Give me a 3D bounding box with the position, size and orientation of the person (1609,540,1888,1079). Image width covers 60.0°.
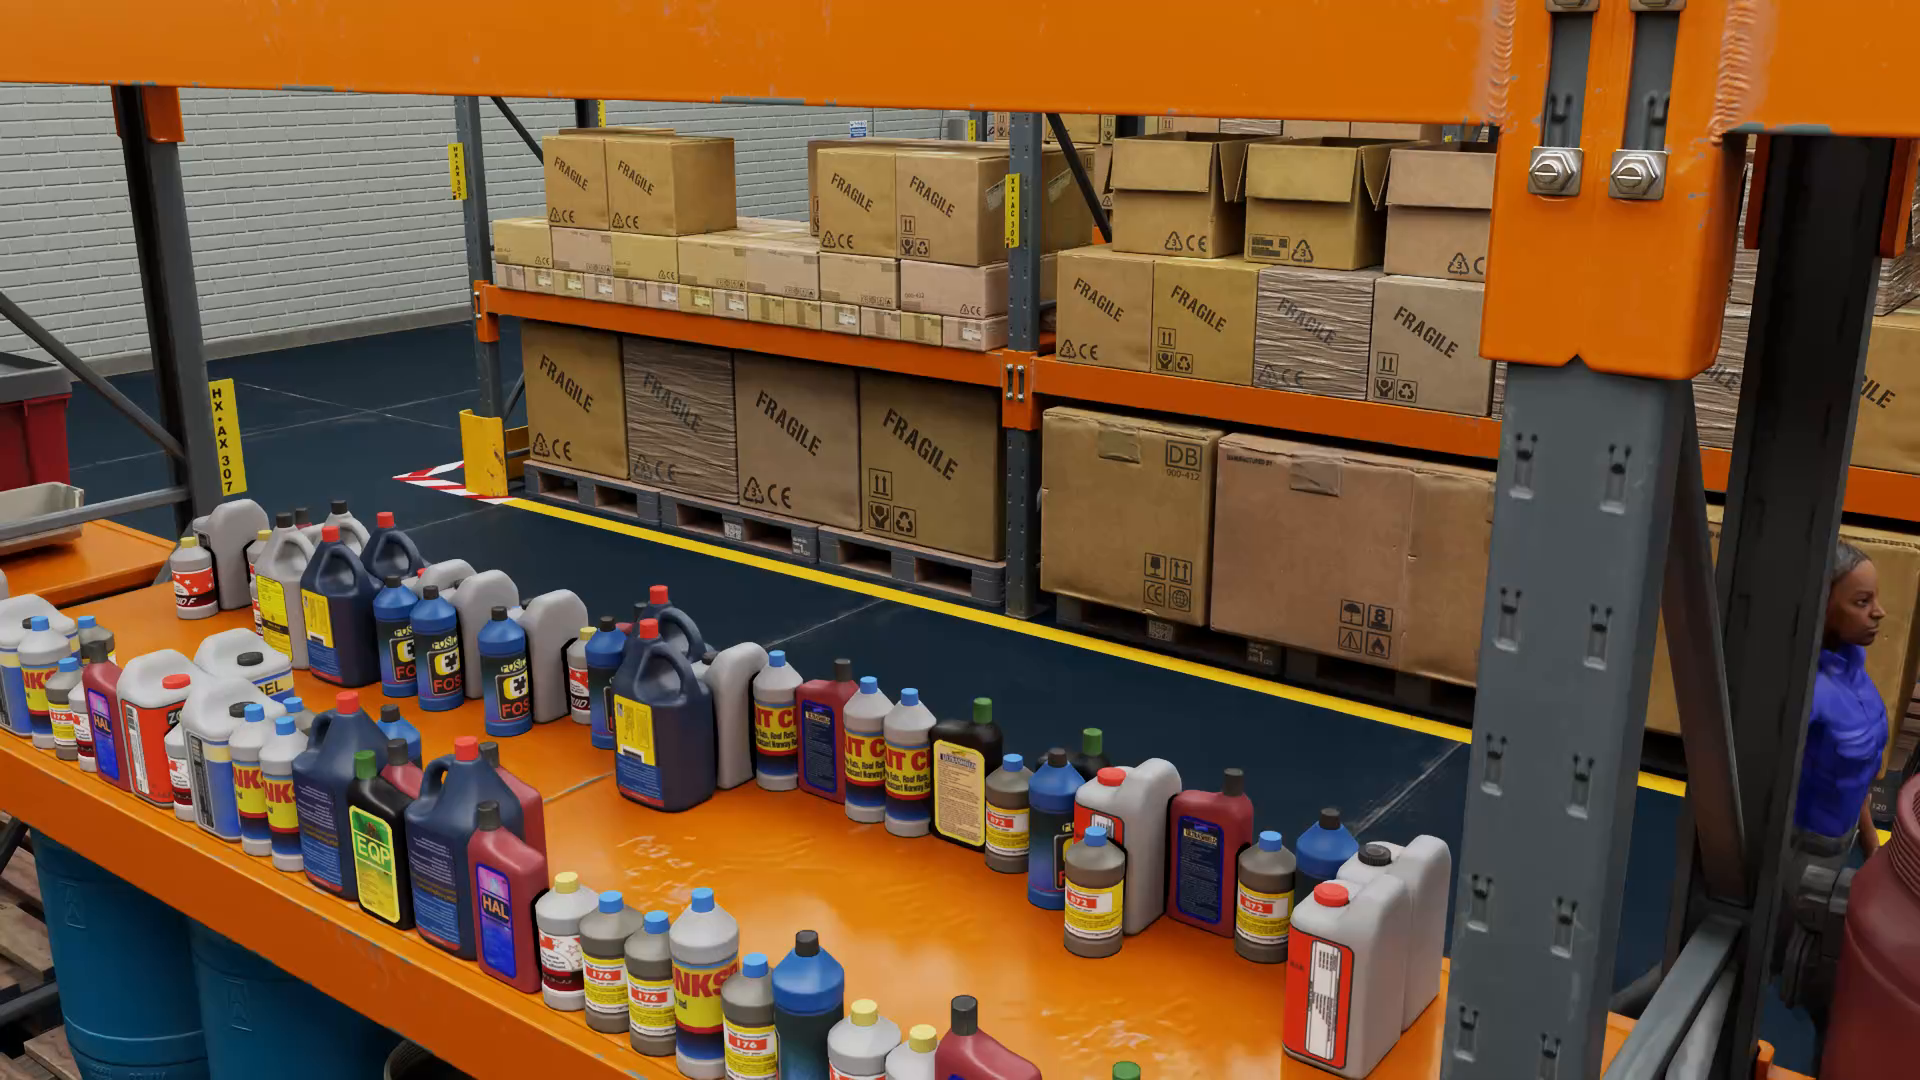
[{"bbox_3d":[2.005,0.773,3.958,0.989,1.604,0.447,13,21,36],"label":"person"}]
